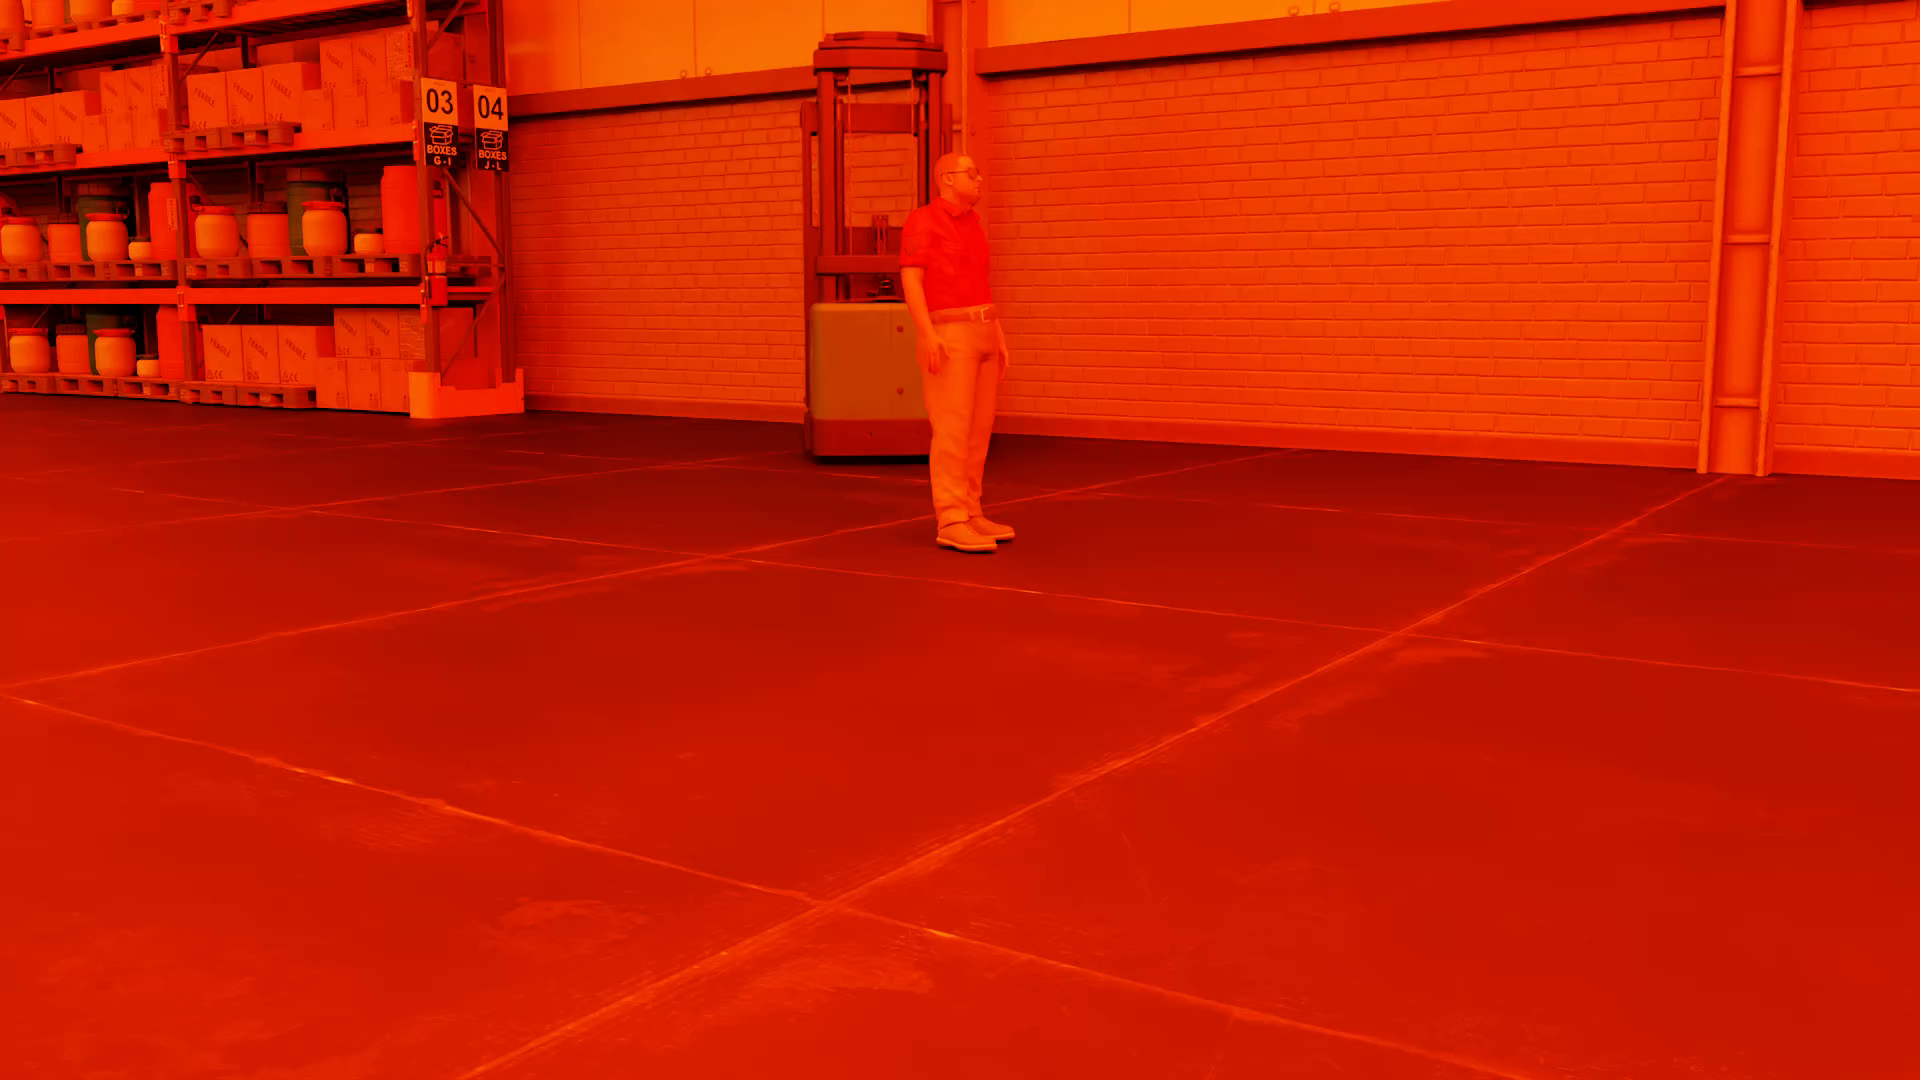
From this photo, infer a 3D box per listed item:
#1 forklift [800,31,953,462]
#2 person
[{"bbox_3d":[-0.623,-2.154,12.342,1.130,2.935,3.031,-1,8,-6],"label":"forklift"},{"bbox_3d":[0.067,-0.854,7.421,0.551,1.727,0.640,5,10,34],"label":"person"}]
